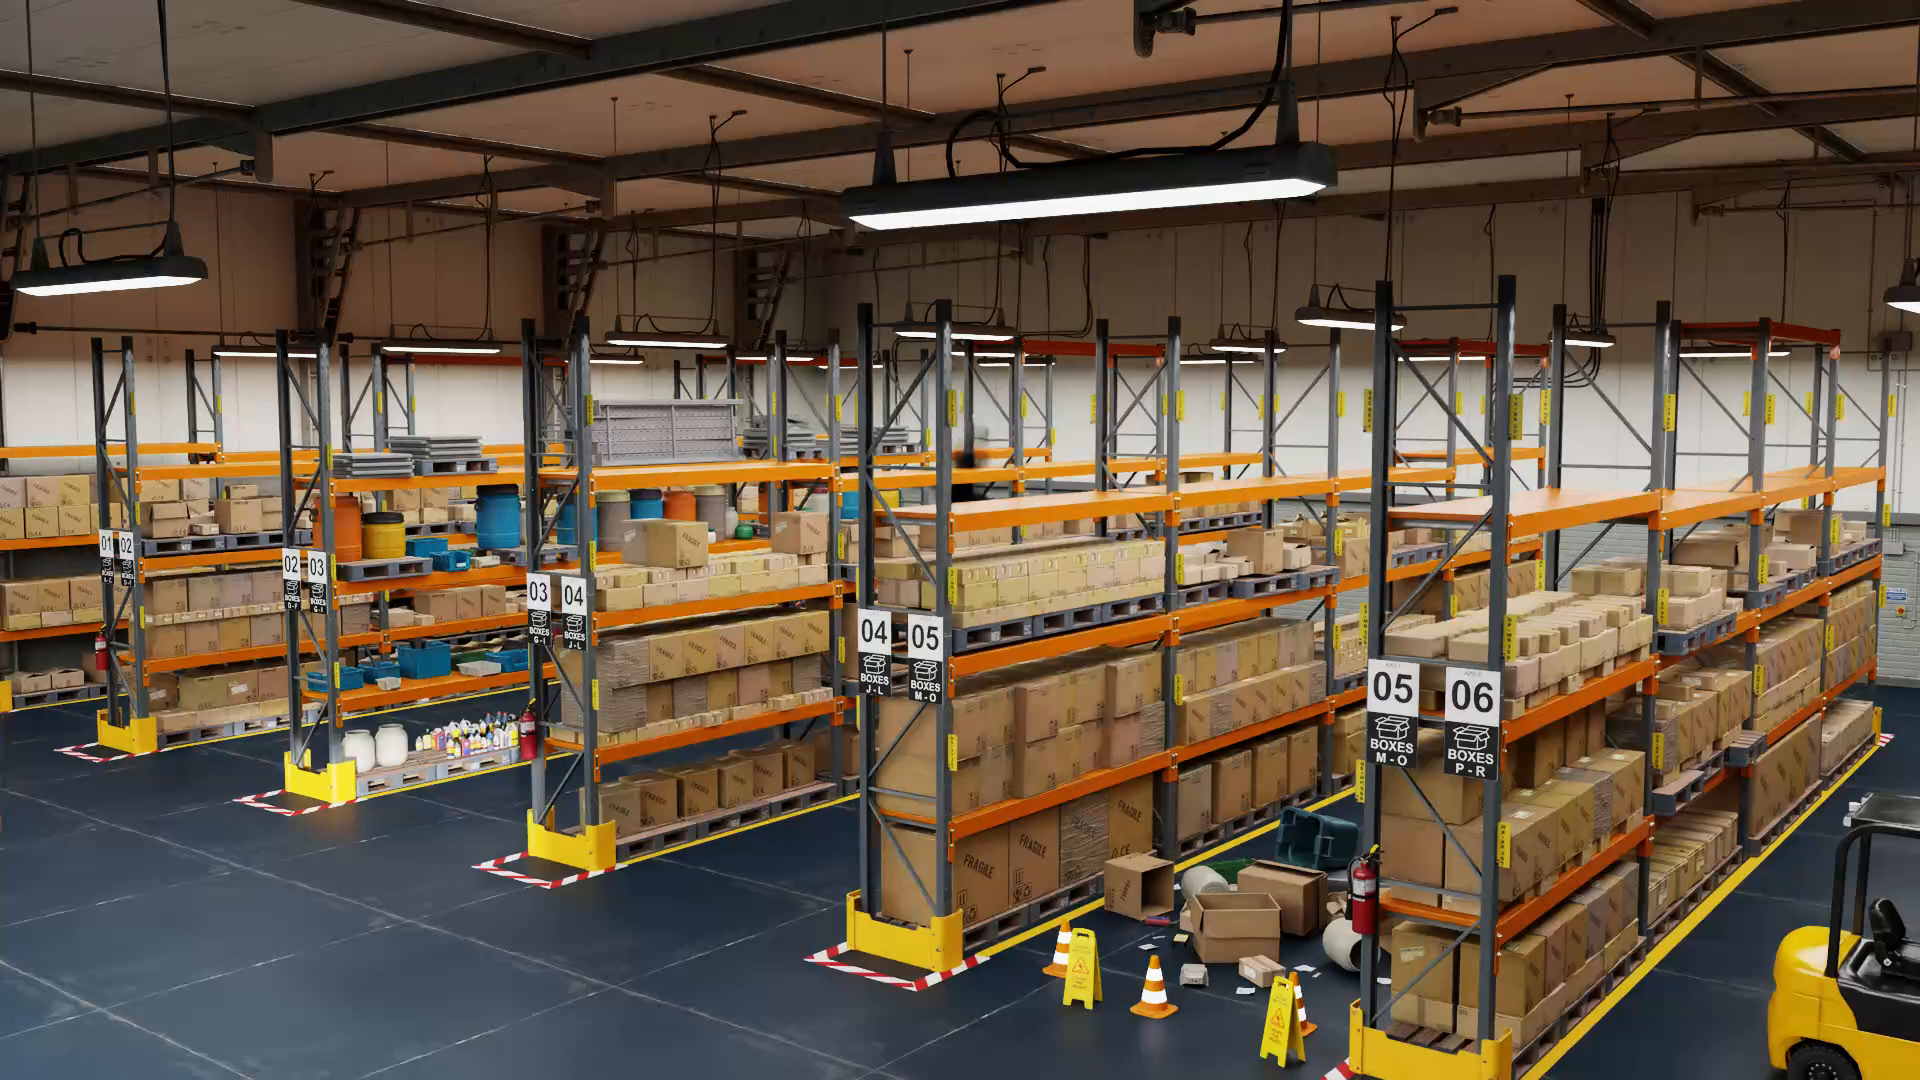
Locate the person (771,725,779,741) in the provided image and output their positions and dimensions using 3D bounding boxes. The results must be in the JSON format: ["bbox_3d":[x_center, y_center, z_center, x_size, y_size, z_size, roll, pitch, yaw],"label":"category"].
[{"bbox_3d":[-2.572,2.004,23.052,0.652,1.744,0.544,3,6,30],"label":"person"}]

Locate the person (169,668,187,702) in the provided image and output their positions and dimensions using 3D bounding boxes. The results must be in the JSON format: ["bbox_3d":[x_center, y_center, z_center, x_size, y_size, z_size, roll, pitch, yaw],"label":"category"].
[{"bbox_3d":[-12.524,2.105,26.602,0.513,1.521,0.635,2,6,25],"label":"person"}]
